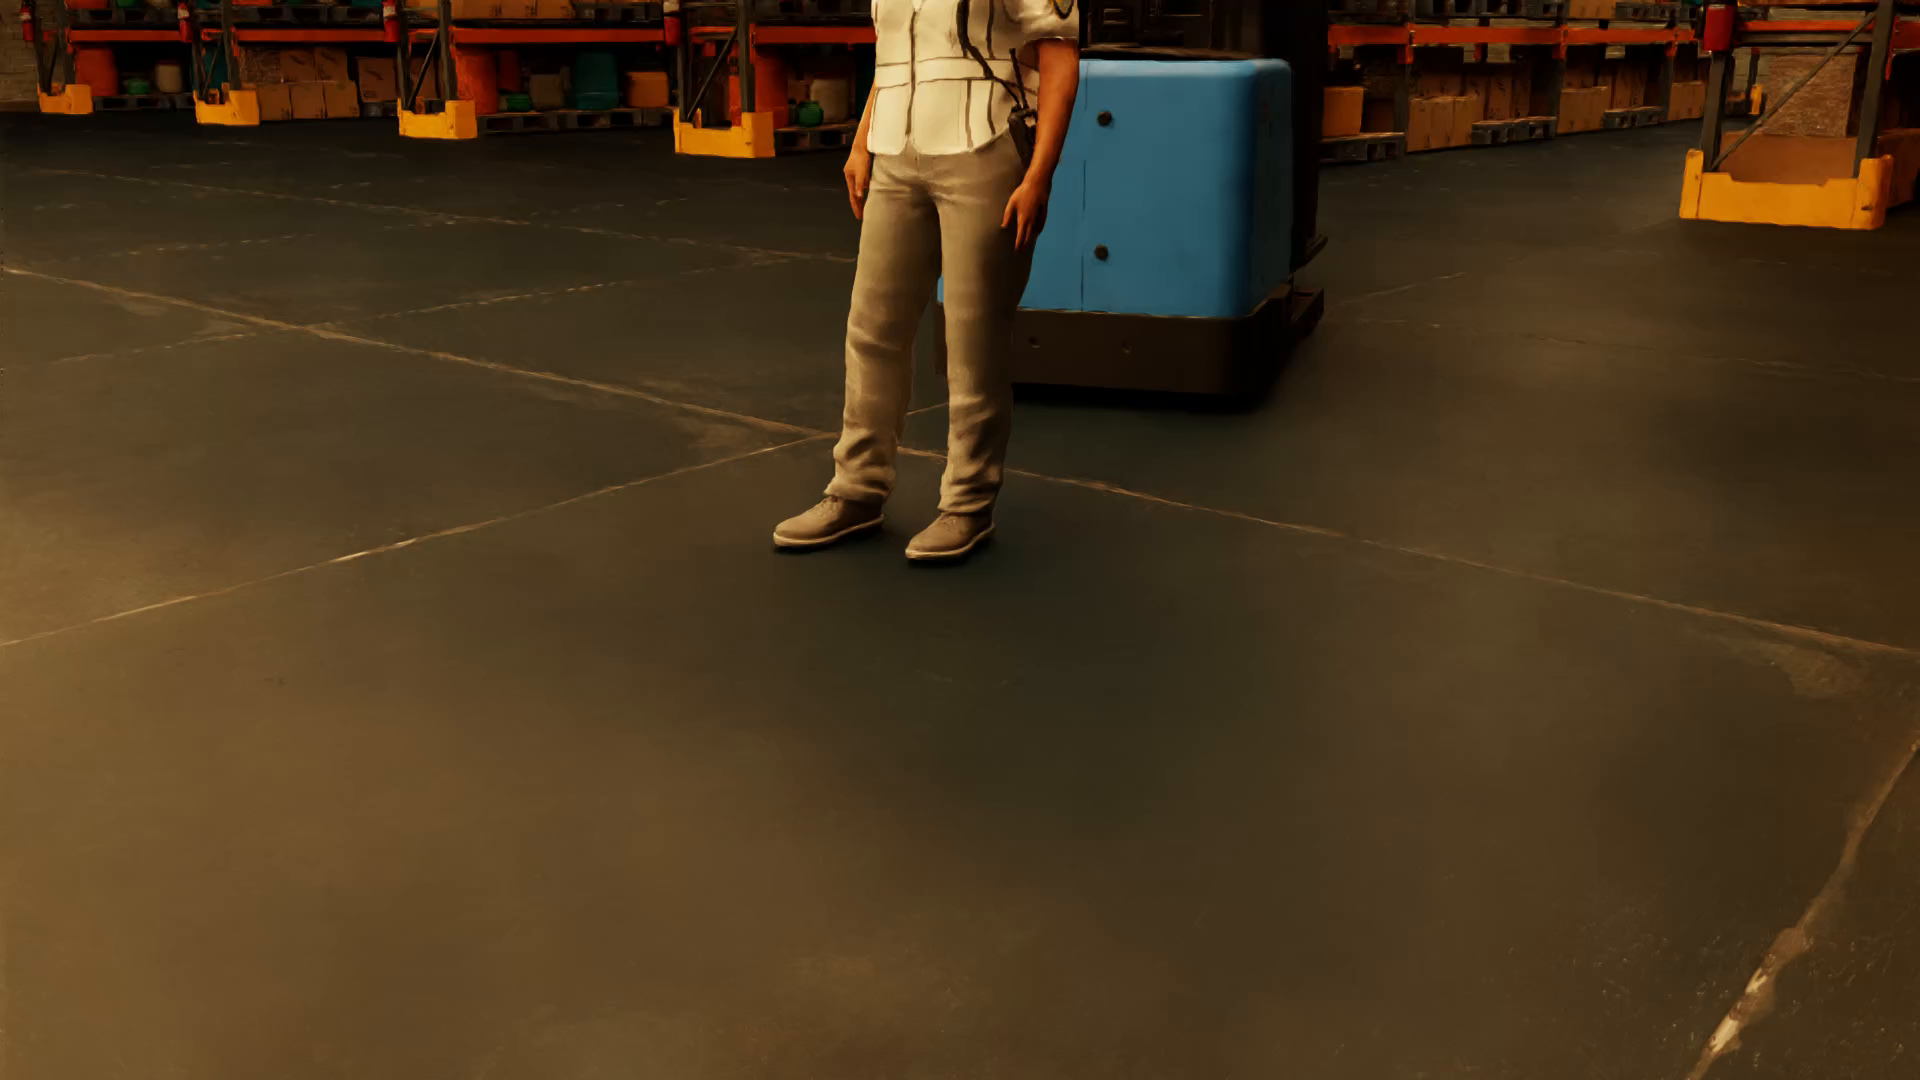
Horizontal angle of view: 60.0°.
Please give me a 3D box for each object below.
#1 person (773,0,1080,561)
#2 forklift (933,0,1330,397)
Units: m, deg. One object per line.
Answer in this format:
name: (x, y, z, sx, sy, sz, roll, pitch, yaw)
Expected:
person: (-0.066, -0.792, 3.655, 0.598, 1.669, 0.529, 13, 21, 37)
forklift: (0.858, -2.243, 6.283, 1.130, 2.935, 3.031, 5, 18, 17)
